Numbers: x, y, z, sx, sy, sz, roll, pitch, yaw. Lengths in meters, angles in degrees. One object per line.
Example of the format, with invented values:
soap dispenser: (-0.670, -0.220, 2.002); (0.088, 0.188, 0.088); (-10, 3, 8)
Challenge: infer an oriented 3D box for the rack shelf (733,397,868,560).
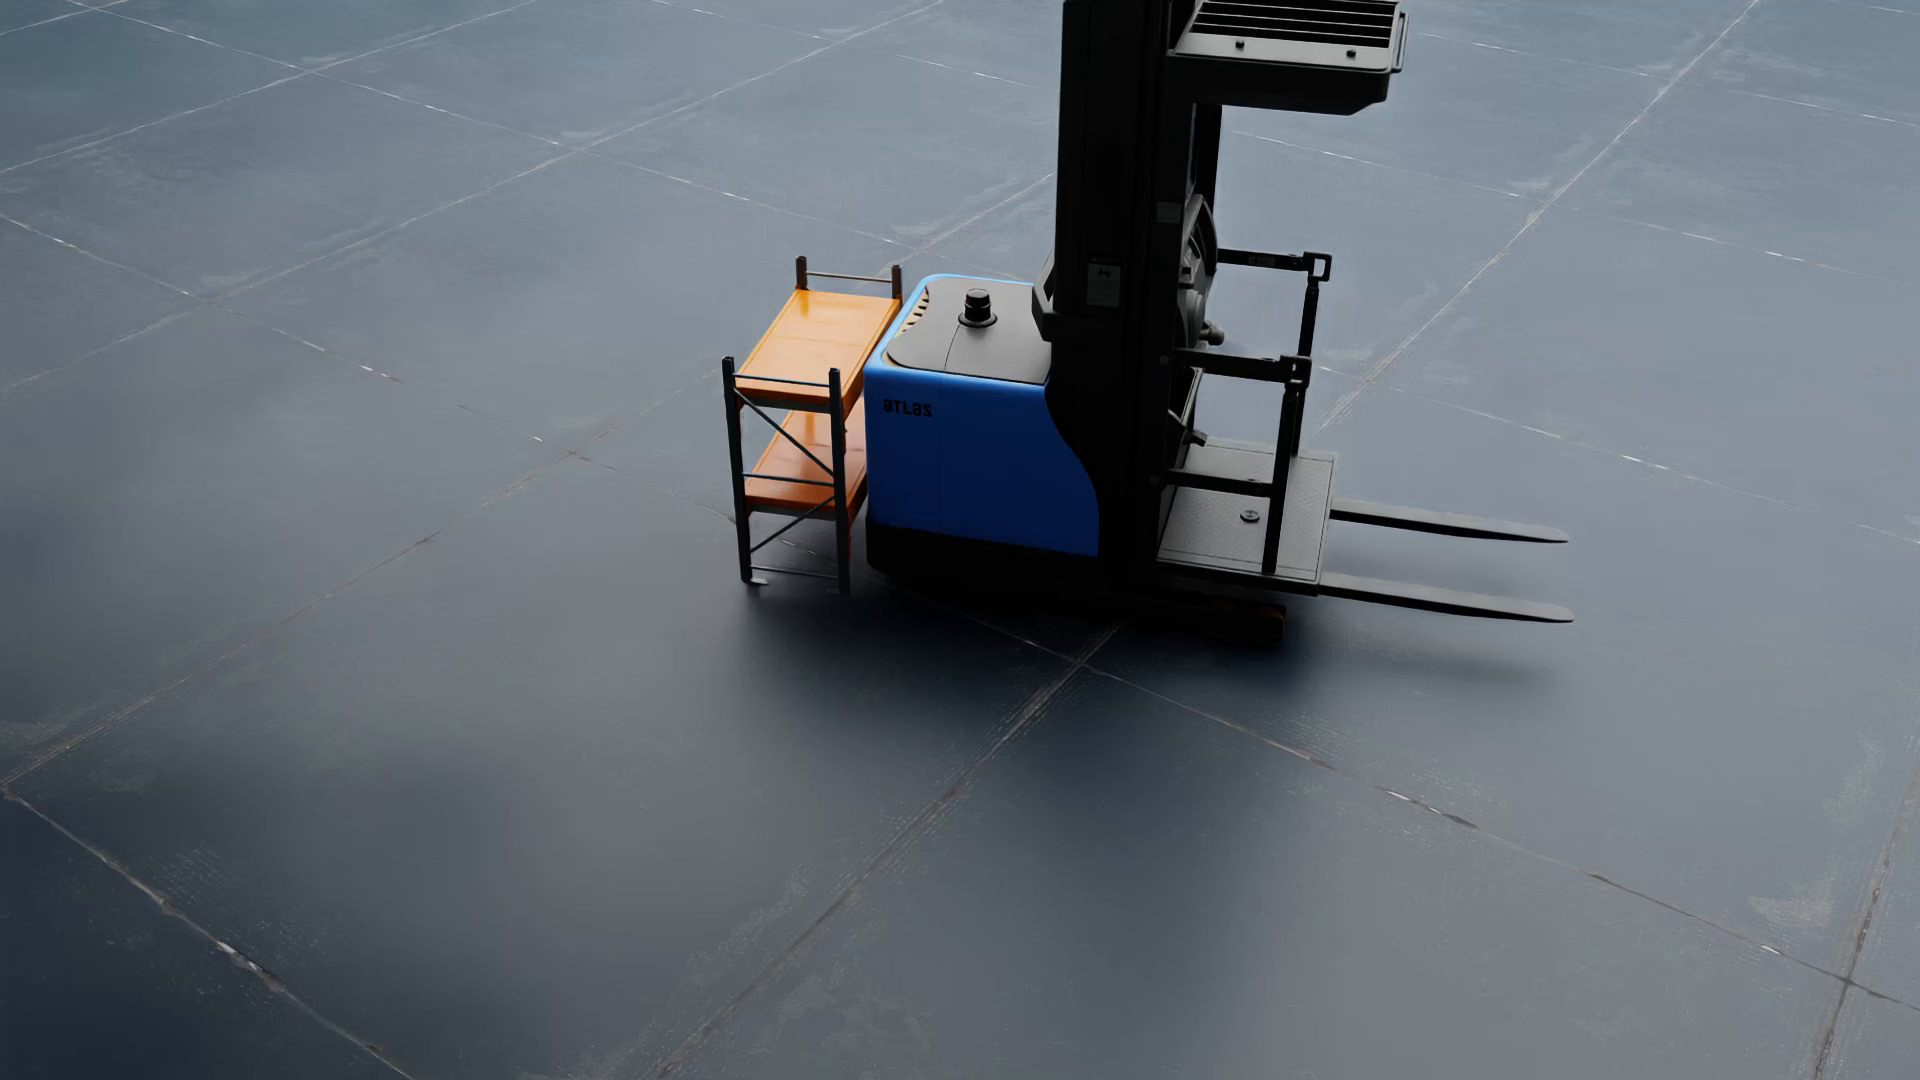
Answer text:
rack shelf: (-0.623, -0.332, 7.672); (0.538, 0.278, 1.000); (7, 35, 11)

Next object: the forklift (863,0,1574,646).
forklift: (1.155, -1.094, 6.752); (3.031, 2.935, 1.130); (8, 35, 12)

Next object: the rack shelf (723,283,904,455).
rack shelf: (-0.623, -0.777, 7.372); (0.538, 0.278, 1.000); (7, 35, 11)

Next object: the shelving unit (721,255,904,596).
shelving unit: (-0.623, -0.534, 7.536); (0.538, 1.125, 1.048); (7, 35, 11)

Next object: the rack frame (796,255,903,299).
rack frame: (-0.511, -0.812, 7.946); (0.500, 1.125, 0.032); (7, 35, 11)

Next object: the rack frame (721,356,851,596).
rack frame: (-0.735, -0.256, 7.125); (0.500, 1.125, 0.032); (7, 35, 11)
